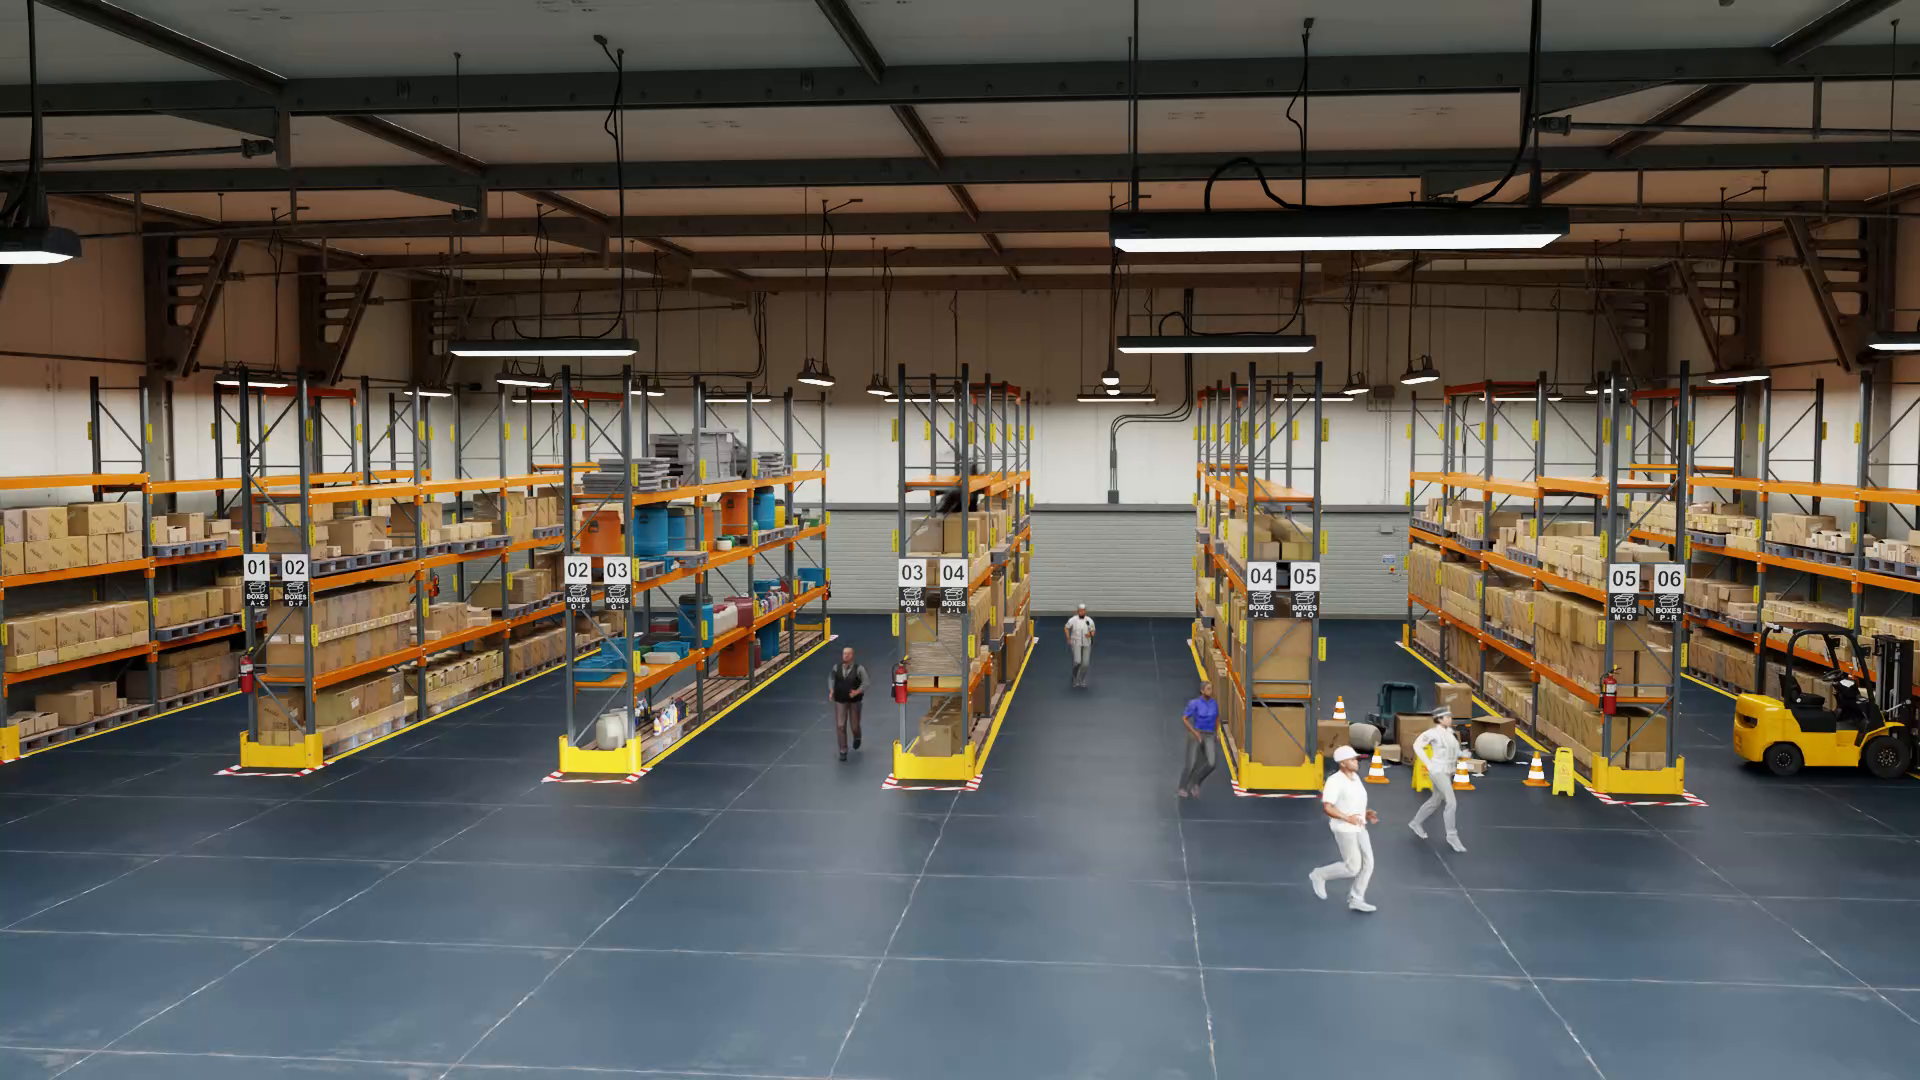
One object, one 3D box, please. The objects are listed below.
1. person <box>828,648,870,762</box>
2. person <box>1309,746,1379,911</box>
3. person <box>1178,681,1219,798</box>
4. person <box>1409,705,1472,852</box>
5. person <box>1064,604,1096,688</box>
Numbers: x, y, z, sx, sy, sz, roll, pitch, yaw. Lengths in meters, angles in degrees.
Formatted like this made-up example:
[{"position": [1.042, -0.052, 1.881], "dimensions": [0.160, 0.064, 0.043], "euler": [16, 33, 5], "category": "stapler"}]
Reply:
[{"position": [-1.721, 2.499, 25.584], "dimensions": [0.684, 1.696, 0.908], "euler": [0, 4, 6], "category": "person"}, {"position": [4.054, 3.020, 17.483], "dimensions": [0.706, 1.723, 0.706], "euler": [3, 5, 38], "category": "person"}, {"position": [3.345, 2.733, 22.809], "dimensions": [0.640, 1.600, 0.576], "euler": [-1, 4, -17], "category": "person"}, {"position": [5.817, 2.864, 20.177], "dimensions": [0.805, 1.745, 0.600], "euler": [3, 5, 41], "category": "person"}, {"position": [2.374, 2.081, 32.638], "dimensions": [0.582, 1.644, 0.635], "euler": [0, 4, -6], "category": "person"}]
